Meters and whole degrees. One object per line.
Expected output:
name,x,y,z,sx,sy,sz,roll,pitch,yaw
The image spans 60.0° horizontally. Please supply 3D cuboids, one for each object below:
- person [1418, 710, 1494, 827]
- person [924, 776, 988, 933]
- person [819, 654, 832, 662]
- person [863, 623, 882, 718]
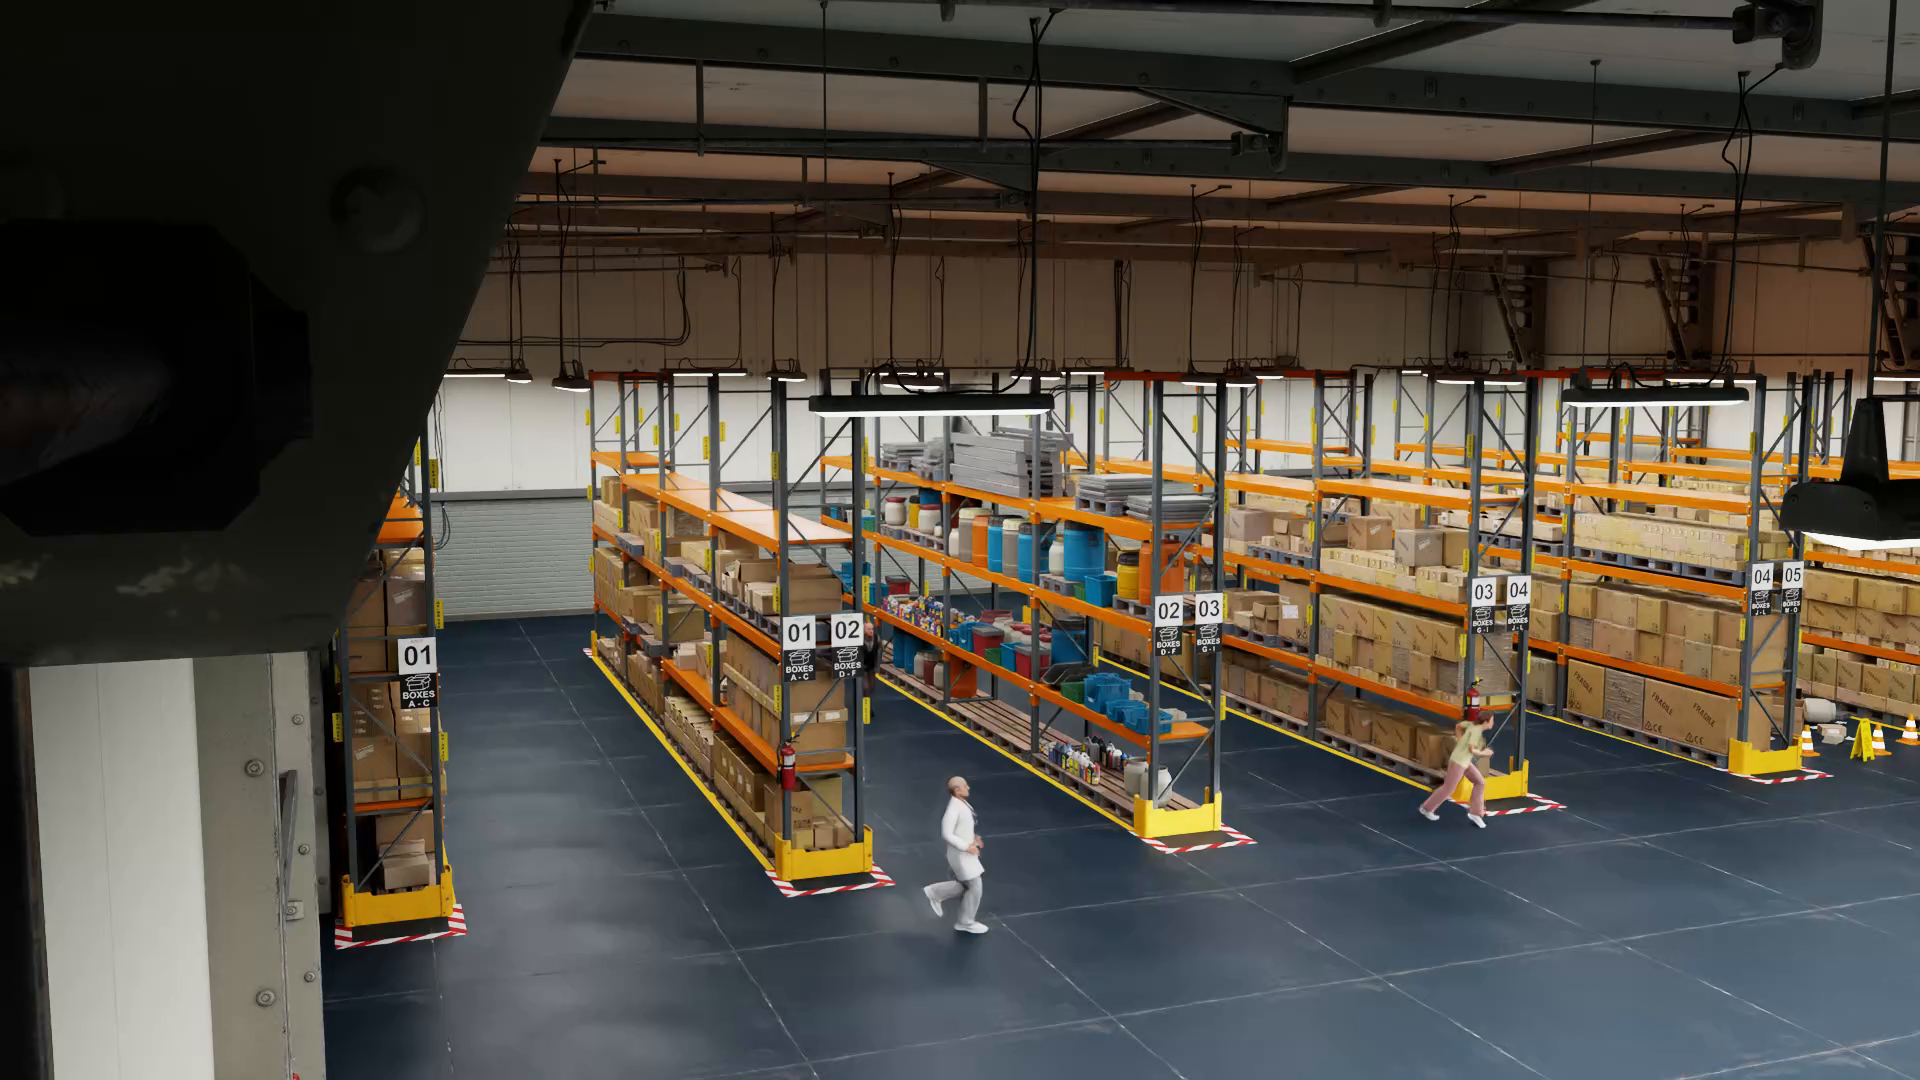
person,6.680,3.075,22.400,0.943,1.623,0.617,1,7,12
person,-0.048,3.449,18.228,0.719,1.744,0.712,0,6,3
person,-2.379,2.189,29.904,0.618,1.607,0.885,-2,7,-21
person,-1.691,2.250,29.330,0.636,1.668,0.809,-2,7,-19
